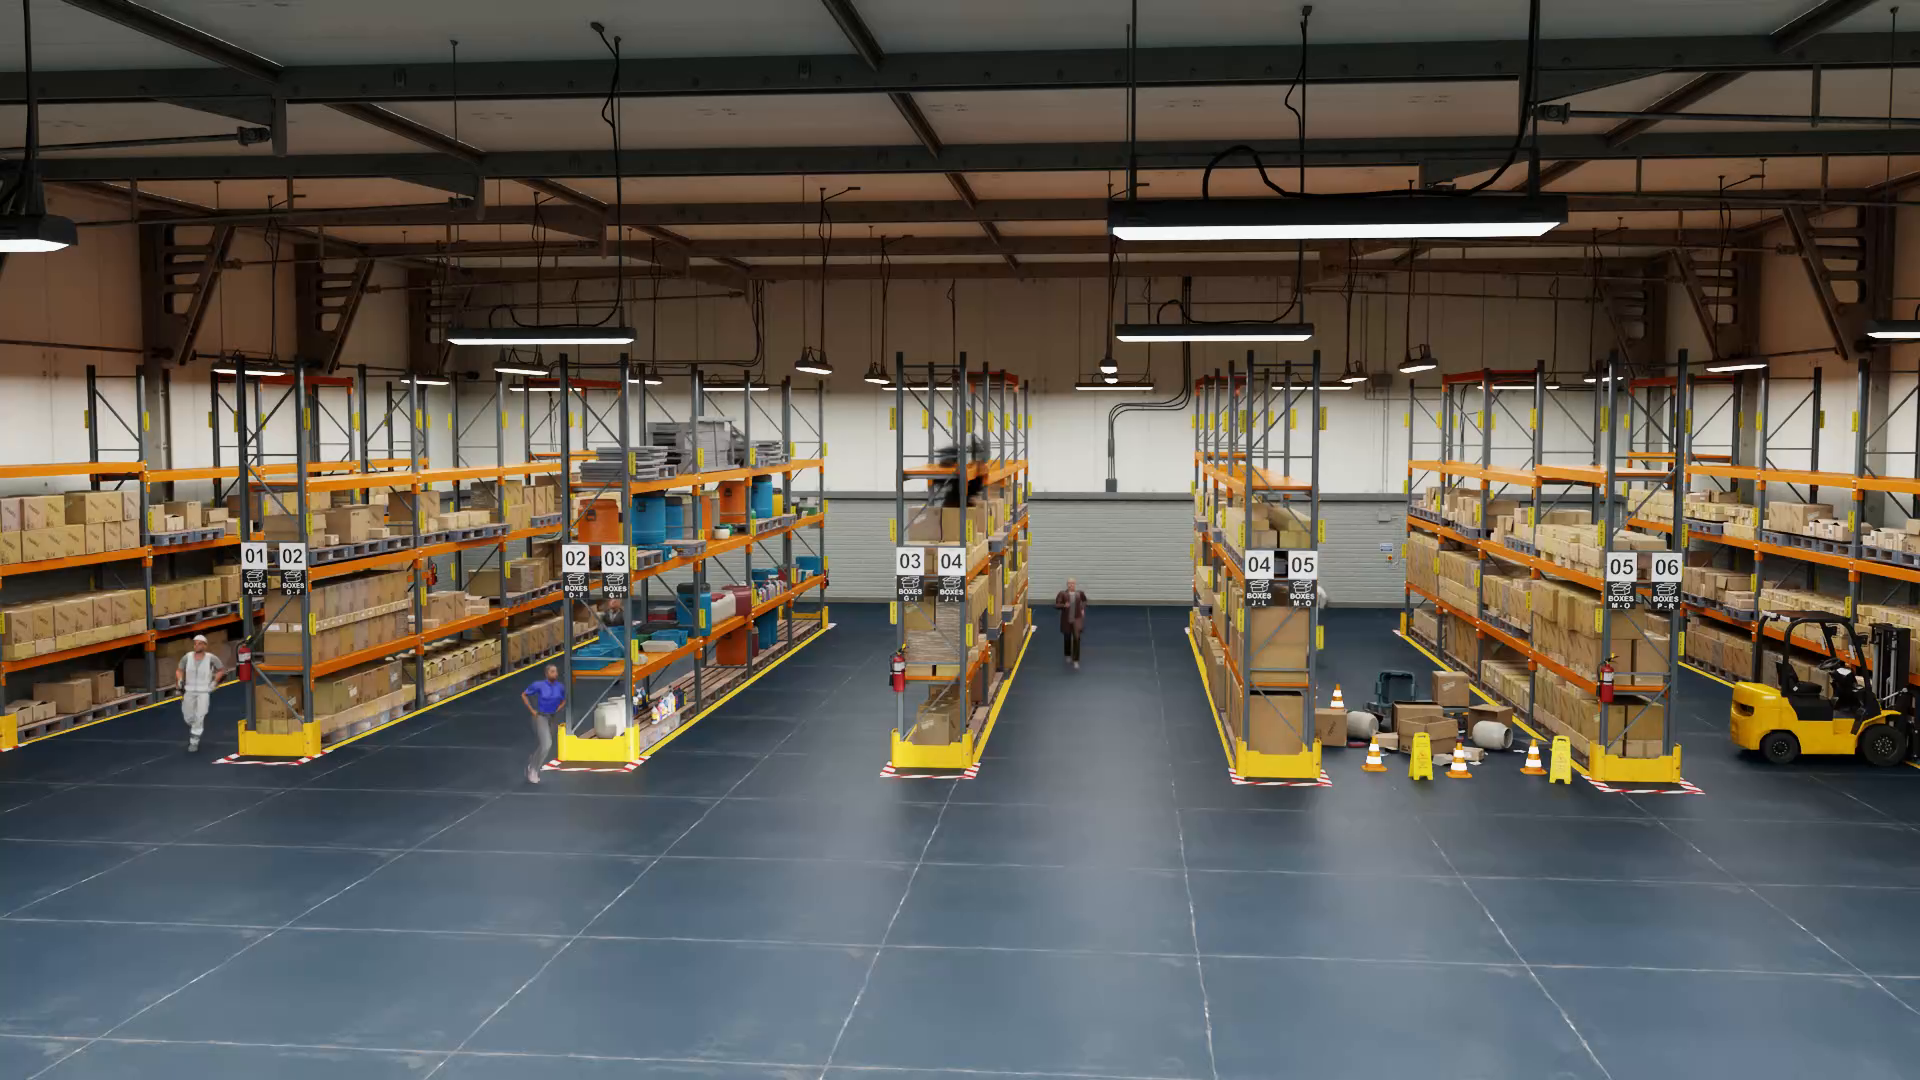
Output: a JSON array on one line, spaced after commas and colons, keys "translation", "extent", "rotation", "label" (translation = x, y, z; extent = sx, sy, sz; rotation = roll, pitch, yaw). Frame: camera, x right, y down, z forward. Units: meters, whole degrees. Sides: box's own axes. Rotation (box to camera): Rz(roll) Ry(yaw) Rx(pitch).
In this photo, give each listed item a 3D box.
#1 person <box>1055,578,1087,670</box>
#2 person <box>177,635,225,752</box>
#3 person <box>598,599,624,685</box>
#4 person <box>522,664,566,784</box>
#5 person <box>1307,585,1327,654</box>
[{"translation": [2.272, 1.680, 33.957], "extent": [0.690, 1.819, 0.910], "rotation": [0, 4, 0], "label": "person"}, {"translation": [-11.656, 2.324, 25.533], "extent": [0.680, 1.755, 0.708], "rotation": [-1, 4, -11], "label": "person"}, {"translation": [-6.578, 1.918, 31.603], "extent": [0.655, 1.672, 0.598], "rotation": [0, 4, -2], "label": "person"}, {"translation": [-5.775, 2.549, 23.174], "extent": [0.642, 1.647, 0.579], "rotation": [4, 5, 41], "label": "person"}, {"translation": [7.478, 1.582, 35.747], "extent": [0.684, 1.789, 0.761], "rotation": [0, 4, -3], "label": "person"}]
